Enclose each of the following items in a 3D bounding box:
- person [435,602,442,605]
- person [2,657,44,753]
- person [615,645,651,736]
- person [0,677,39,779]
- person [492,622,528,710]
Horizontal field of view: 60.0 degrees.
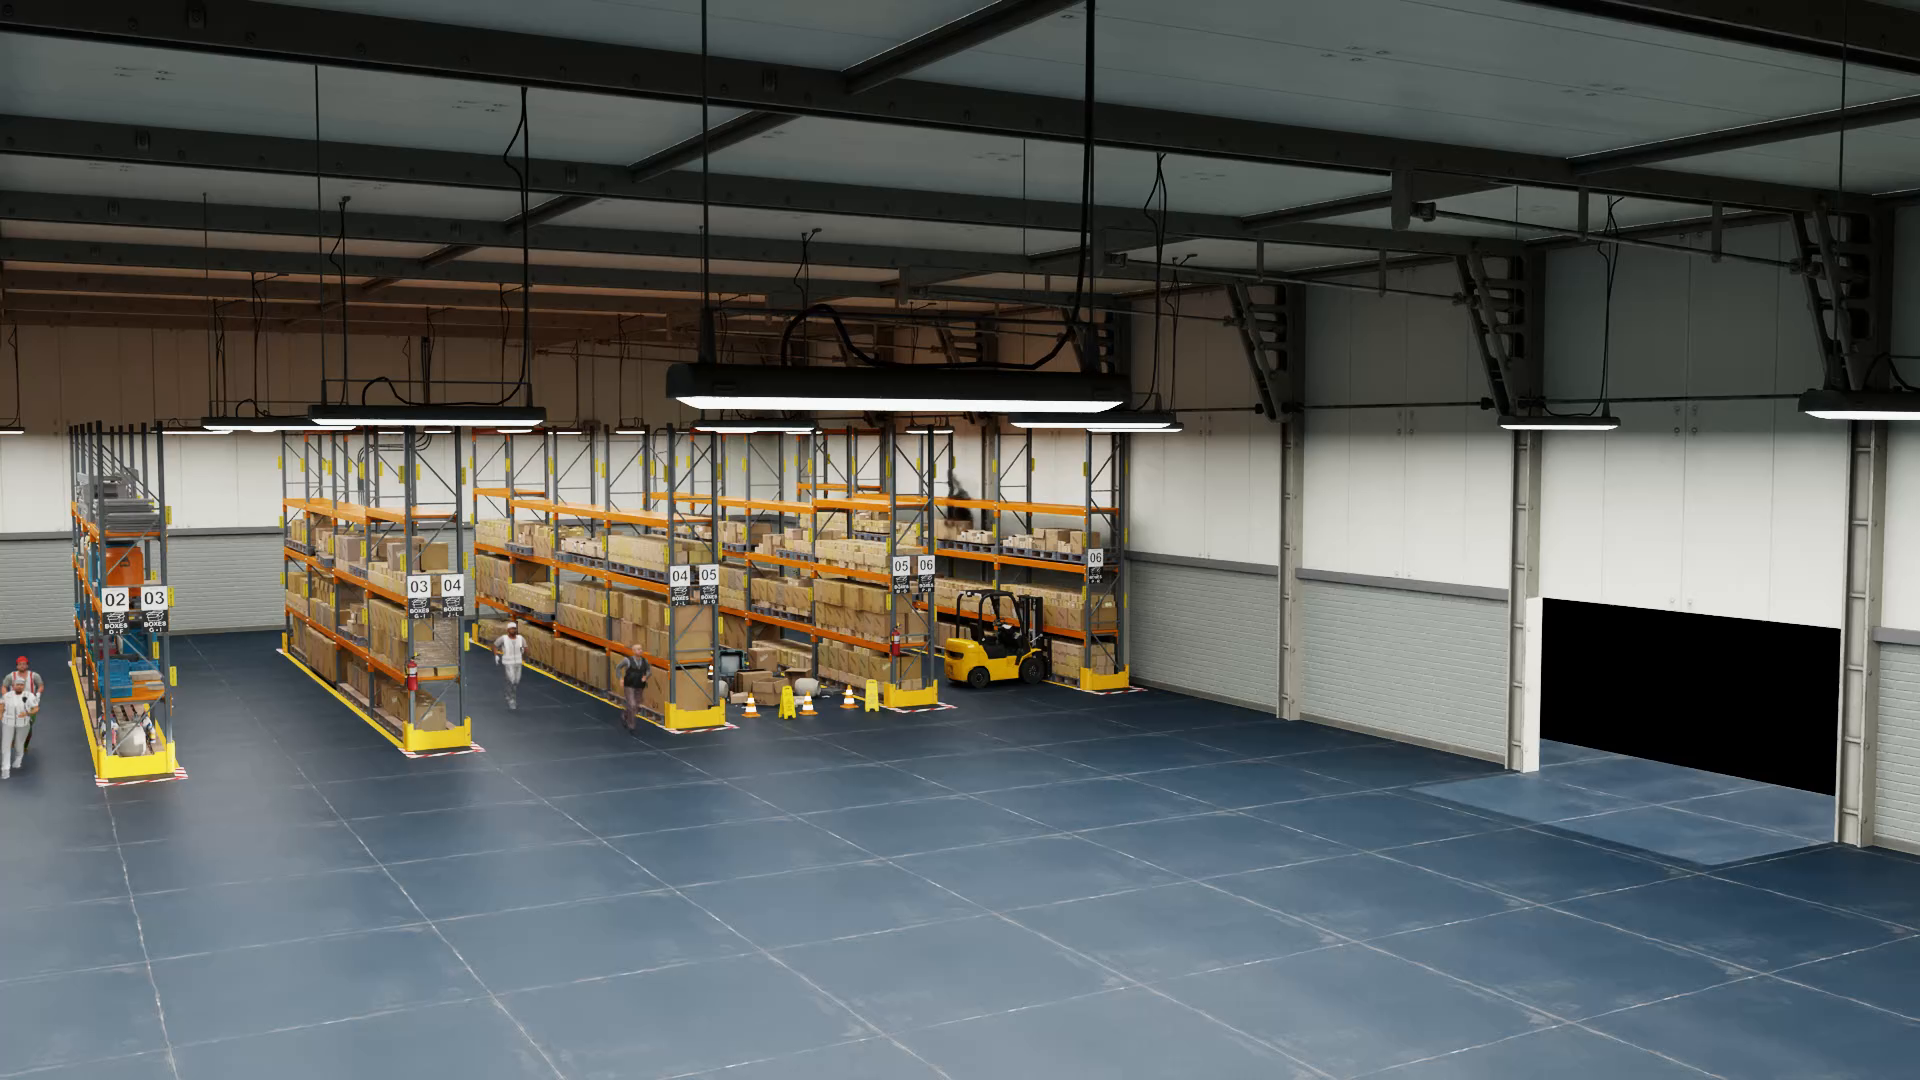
[{"bbox_3d":[-14.533,2.058,45.513,0.779,1.702,0.571,0,4,1],"label":"person"},{"bbox_3d":[-16.950,2.984,30.122,0.668,1.749,0.583,-2,4,-33],"label":"person"},{"bbox_3d":[-6.315,2.890,32.270,0.684,1.733,0.888,-3,4,-37],"label":"person"},{"bbox_3d":[-16.010,3.157,28.277,0.635,1.663,0.906,-1,4,-23],"label":"person"},{"bbox_3d":[-9.477,2.657,35.186,0.662,1.843,0.785,-3,5,-40],"label":"person"}]
